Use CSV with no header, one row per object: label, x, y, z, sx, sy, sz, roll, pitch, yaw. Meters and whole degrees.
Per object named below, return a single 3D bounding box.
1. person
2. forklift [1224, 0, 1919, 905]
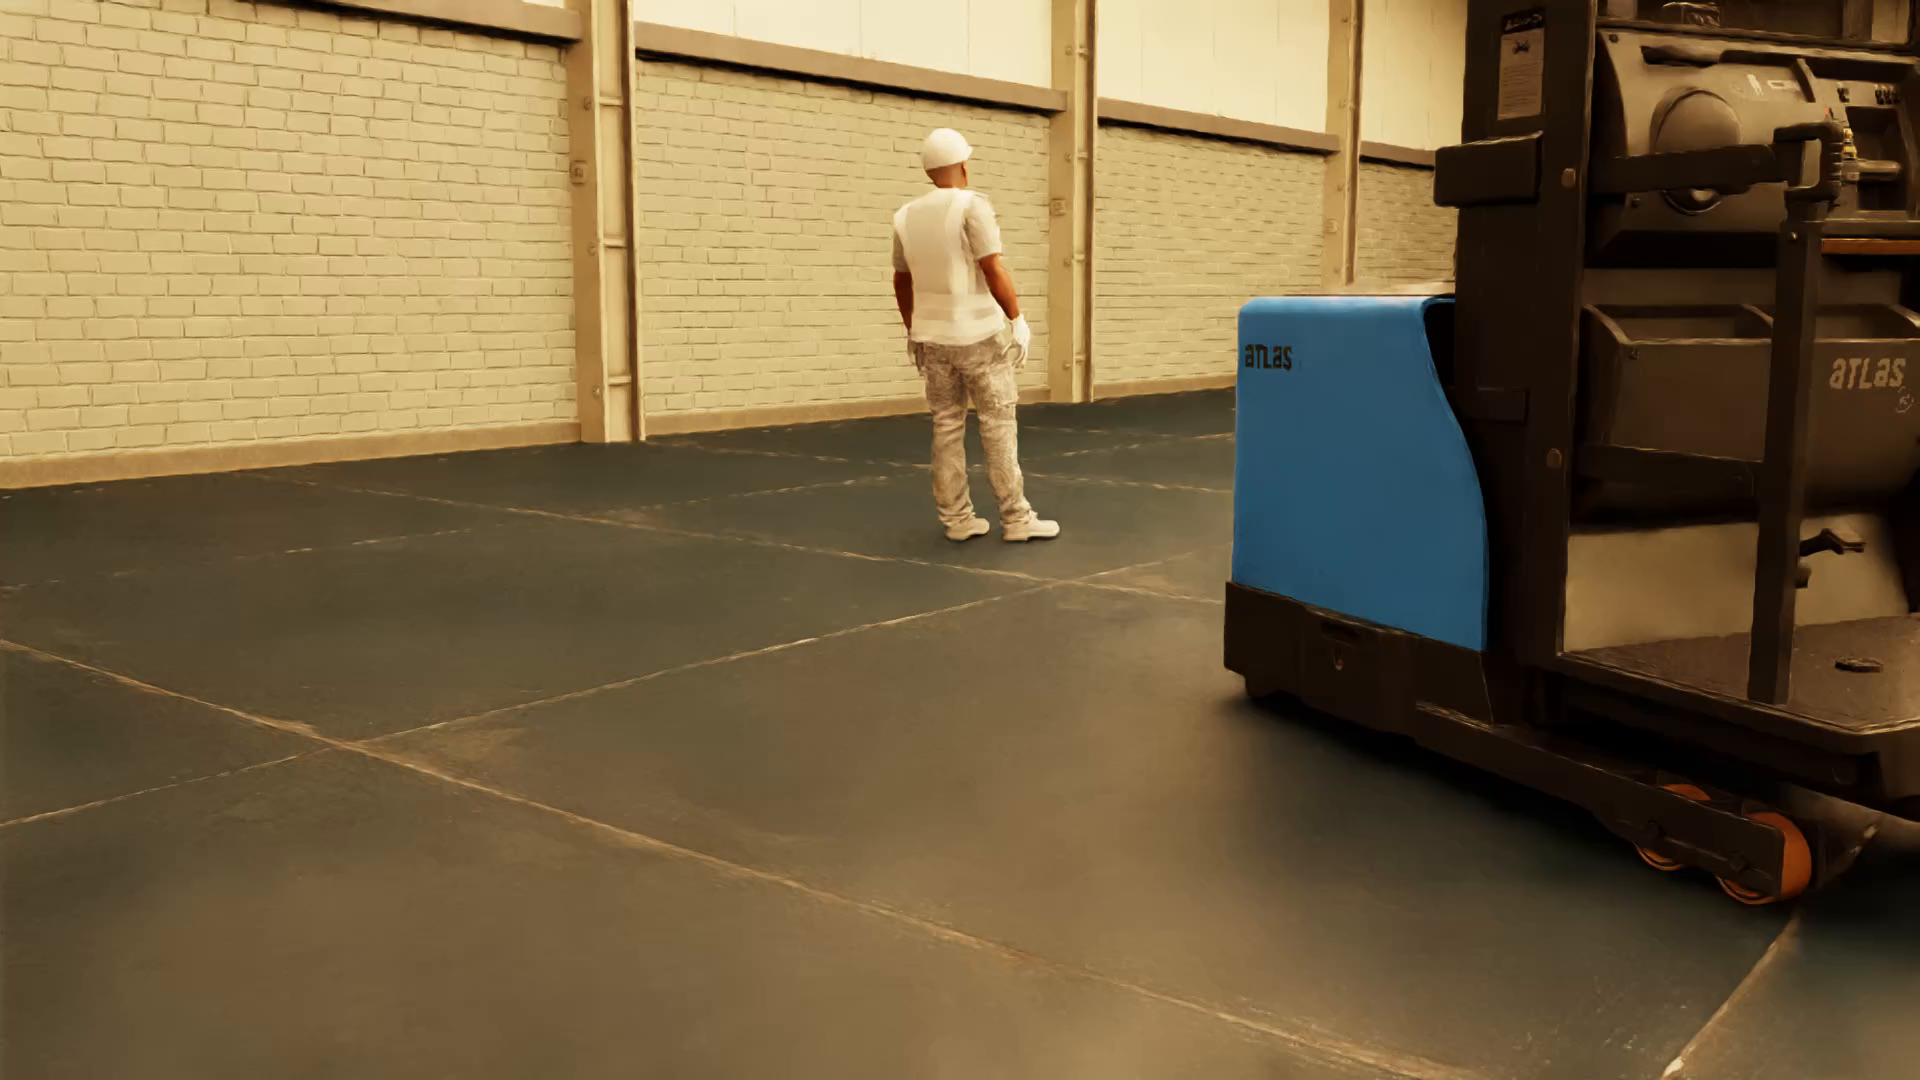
person,0.051,-0.897,7.326,0.655,1.782,0.576,7,11,38
forklift,1.777,-0.870,3.228,1.130,2.935,3.031,-4,9,-24
